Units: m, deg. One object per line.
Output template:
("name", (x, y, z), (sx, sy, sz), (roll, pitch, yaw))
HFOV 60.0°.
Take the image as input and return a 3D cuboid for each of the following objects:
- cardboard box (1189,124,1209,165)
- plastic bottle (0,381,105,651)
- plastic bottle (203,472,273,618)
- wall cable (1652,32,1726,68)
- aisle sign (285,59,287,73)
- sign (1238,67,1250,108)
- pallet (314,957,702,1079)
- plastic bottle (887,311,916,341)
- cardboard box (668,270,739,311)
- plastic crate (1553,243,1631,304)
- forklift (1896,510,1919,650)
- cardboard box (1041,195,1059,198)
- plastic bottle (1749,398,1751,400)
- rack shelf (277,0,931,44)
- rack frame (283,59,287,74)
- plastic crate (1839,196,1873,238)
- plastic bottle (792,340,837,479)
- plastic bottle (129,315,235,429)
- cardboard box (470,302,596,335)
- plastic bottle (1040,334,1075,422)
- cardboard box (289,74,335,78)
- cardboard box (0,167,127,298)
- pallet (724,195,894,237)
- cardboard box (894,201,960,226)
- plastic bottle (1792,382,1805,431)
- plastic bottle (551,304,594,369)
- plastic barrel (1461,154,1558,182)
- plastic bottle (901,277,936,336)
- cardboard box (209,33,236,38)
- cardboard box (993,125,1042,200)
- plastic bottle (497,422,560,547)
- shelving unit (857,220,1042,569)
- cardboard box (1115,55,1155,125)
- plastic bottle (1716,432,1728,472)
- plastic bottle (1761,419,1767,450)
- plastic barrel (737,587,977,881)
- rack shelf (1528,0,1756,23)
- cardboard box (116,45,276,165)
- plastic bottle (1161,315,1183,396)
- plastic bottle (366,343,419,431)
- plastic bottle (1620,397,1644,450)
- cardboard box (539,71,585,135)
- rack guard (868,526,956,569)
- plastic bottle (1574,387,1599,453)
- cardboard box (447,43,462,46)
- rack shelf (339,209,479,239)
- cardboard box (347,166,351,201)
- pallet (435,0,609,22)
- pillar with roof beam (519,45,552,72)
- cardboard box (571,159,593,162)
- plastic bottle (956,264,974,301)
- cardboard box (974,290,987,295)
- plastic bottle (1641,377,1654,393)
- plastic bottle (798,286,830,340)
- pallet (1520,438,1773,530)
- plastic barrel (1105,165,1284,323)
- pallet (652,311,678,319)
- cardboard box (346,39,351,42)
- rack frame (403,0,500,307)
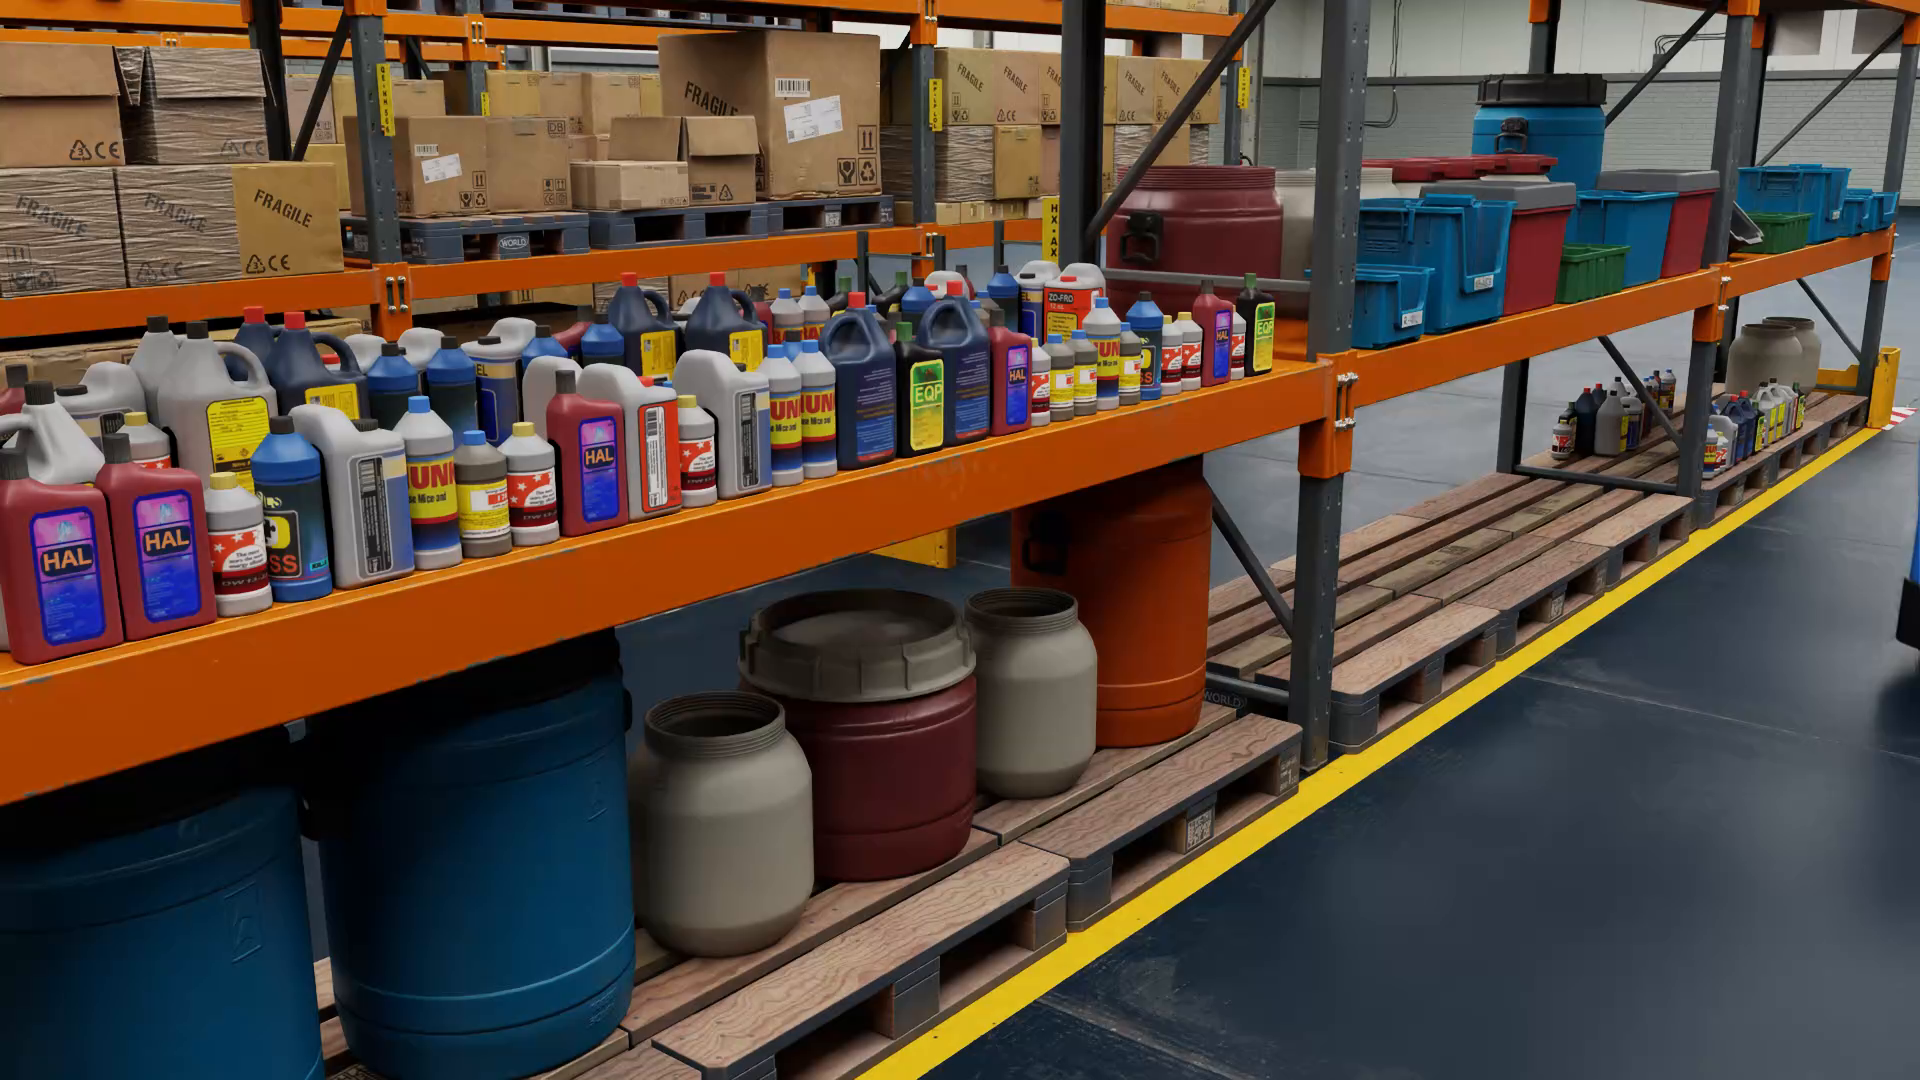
("cardboard box", (1.555, -3.195, 13.799), (0.875, 0.500, 0.500), (11, 18, 38))
("plastic bottle", (-1.269, -0.040, 2.287), (0.144, 0.351, 0.185), (11, 18, 38))
("plastic bottle", (-1.063, 0.003, 2.422), (0.097, 0.201, 0.097), (0, 14, 0))
("wall cable", (18.322, -14.599, 40.407), (2.305, 6.003, 0.169), (11, 18, 38))
("aisle sign", (-9.379, -6.631, 22.854), (0.394, 0.787, 0.004), (11, 18, 38))
("sign", (2.341, -3.728, 13.711), (0.100, 0.325, 0.005), (11, 18, 38))
("pallet", (-1.250, 1.172, 3.082), (1.003, 0.211, 1.213), (11, 18, 38))
("plastic bottle", (-0.123, -0.373, 3.735), (0.061, 0.283, 0.133), (11, 18, 38))
("cardboard box", (-2.798, -2.755, 16.338), (0.875, 0.875, 0.875), (11, 18, 37))
("plastic crate", (2.386, -1.091, 6.755), (0.450, 0.188, 0.662), (11, 18, 38))
("forklift", (4.446, -0.657, 4.756), (1.130, 2.935, 3.031), (-4, 15, -15))
("cardboard box", (0.544, -2.453, 12.198), (0.380, 0.149, 0.250), (11, 18, 38))
("plastic bottle", (4.586, -0.719, 9.652), (0.097, 0.201, 0.097), (0, 14, 0))
("rack shelf", (-1.849, -3.059, 9.442), (1.077, 0.370, 4.000), (11, 18, 38))
("rack frame", (-9.649, -5.404, 23.304), (1.000, 3.000, 0.127), (11, 18, 38))
("plastic crate", (5.280, -1.999, 10.202), (0.499, 0.251, 0.408), (11, 18, 38))
("plastic bottle", (-0.297, -0.264, 3.332), (0.097, 0.271, 0.097), (0, 14, 0))
("plastic bottle", (-1.444, -0.241, 3.081), (0.144, 0.351, 0.185), (11, 18, 38))
("cardboard box", (-2.383, -1.172, 9.306), (0.500, 0.250, 0.500), (-14, 20, -43))
("plastic bottle", (0.225, -0.390, 3.968), (0.097, 0.201, 0.097), (0, 14, 0))
("cardboard box", (-7.180, -4.785, 18.029), (0.700, 0.500, 0.500), (11, 18, 36))
("cardboard box", (-3.865, -1.292, 6.914), (0.500, 0.500, 0.500), (11, 18, 36))
("pallet", (-1.185, -2.120, 10.767), (1.003, 0.211, 1.213), (11, 18, 38))
("cardboard box", (-0.223, -2.210, 11.240), (0.380, 0.149, 0.250), (11, 18, 38))
("plastic bottle", (4.902, -0.789, 9.759), (0.061, 0.283, 0.133), (12, 18, 39))
("plastic bottle", (-0.884, -0.396, 3.825), (0.061, 0.283, 0.133), (11, 18, 38))
("plastic barrel", (2.489, -1.487, 7.609), (0.433, 0.535, 0.433), (0, 14, 0))
("plastic bottle", (-0.114, -0.593, 4.628), (0.097, 0.271, 0.097), (0, 14, 0))
("cardboard box", (-7.703, -5.266, 17.176), (0.380, 0.149, 0.250), (11, 18, 38))
("cardboard box", (0.081, -2.697, 11.839), (0.875, 0.500, 0.500), (11, 18, 38))
("plastic bottle", (-0.734, -0.097, 2.817), (0.097, 0.201, 0.097), (0, 14, 0))
("shelving unit", (0.048, -0.742, 7.996), (0.587, 1.500, 1.083), (11, 18, 38))
("cardboard box", (1.143, -3.445, 12.753), (0.500, 0.500, 0.500), (11, 18, 38))
("plastic bottle", (3.930, -0.460, 8.630), (0.097, 0.201, 0.097), (0, 14, 0))
("plastic bottle", (4.405, -0.605, 9.201), (0.097, 0.201, 0.097), (0, 14, 0))
("plastic barrel", (-0.257, 0.473, 4.213), (0.600, 0.588, 0.708), (11, 18, 38))
("rack shelf", (2.004, -2.293, 6.425), (1.077, 0.370, 4.000), (11, 18, 38))
("cardboard box", (-3.578, -1.968, 7.538), (0.797, 0.503, 0.637), (12, 19, 39))
("plastic bottle", (0.531, -0.483, 4.335), (0.097, 0.201, 0.097), (0, 14, 0))
("plastic bottle", (-1.116, -0.253, 3.286), (0.097, 0.271, 0.097), (0, 14, 0))
("plastic bottle", (3.693, -0.650, 9.229), (0.152, 0.276, 0.135), (11, 18, 38))
("cardboard box", (-3.872, -3.909, 14.920), (0.875, 0.550, 0.550), (11, 18, 38))
("rack guard", (-0.265, -0.040, 7.774), (0.587, 0.250, 0.087), (11, 18, 38))
("plastic bottle", (3.441, -0.668, 9.147), (0.144, 0.351, 0.185), (11, 18, 36))
("cardboard box", (-5.923, -5.804, 19.298), (0.380, 0.149, 0.250), (11, 18, 38))
("rack shelf", (-5.643, -2.392, 12.909), (1.077, 0.370, 4.000), (11, 18, 38))
("cardboard box", (-4.824, -2.934, 13.379), (0.500, 0.500, 0.500), (11, 18, 37))
("pallet", (-3.864, -4.690, 14.580), (1.003, 0.211, 1.213), (11, 18, 38))
("pillar with roof beam", (-3.668, -8.801, 24.490), (9.100, 9.000, 0.400), (11, 18, 38))
("cardboard box", (-2.268, -2.071, 9.602), (0.396, 0.266, 0.258), (11, 18, 36))
("plastic bottle", (-0.019, -0.659, 4.863), (0.061, 0.283, 0.133), (11, 18, 38))
("cardboard box", (0.374, -1.641, 12.716), (0.500, 0.500, 0.500), (9, 17, 33))
("plastic bottle", (4.114, -0.844, 10.000), (0.097, 0.271, 0.097), (0, 14, 0))
("plastic bottle", (-0.391, -0.533, 4.391), (0.097, 0.271, 0.097), (0, 14, 0))
("pallet", (3.715, -0.341, 9.038), (1.003, 0.211, 1.213), (11, 18, 38))
("plastic barrel", (0.803, -1.006, 5.716), (0.600, 0.536, 0.708), (11, 18, 38))
("pallet", (-3.081, -2.141, 16.121), (1.003, 0.211, 1.213), (11, 18, 38))
("cardboard box", (-6.723, -5.556, 18.320), (0.380, 0.149, 0.250), (11, 18, 37))
("rack frame", (-4.386, -3.124, 14.328), (1.000, 3.000, 0.127), (11, 18, 38))
